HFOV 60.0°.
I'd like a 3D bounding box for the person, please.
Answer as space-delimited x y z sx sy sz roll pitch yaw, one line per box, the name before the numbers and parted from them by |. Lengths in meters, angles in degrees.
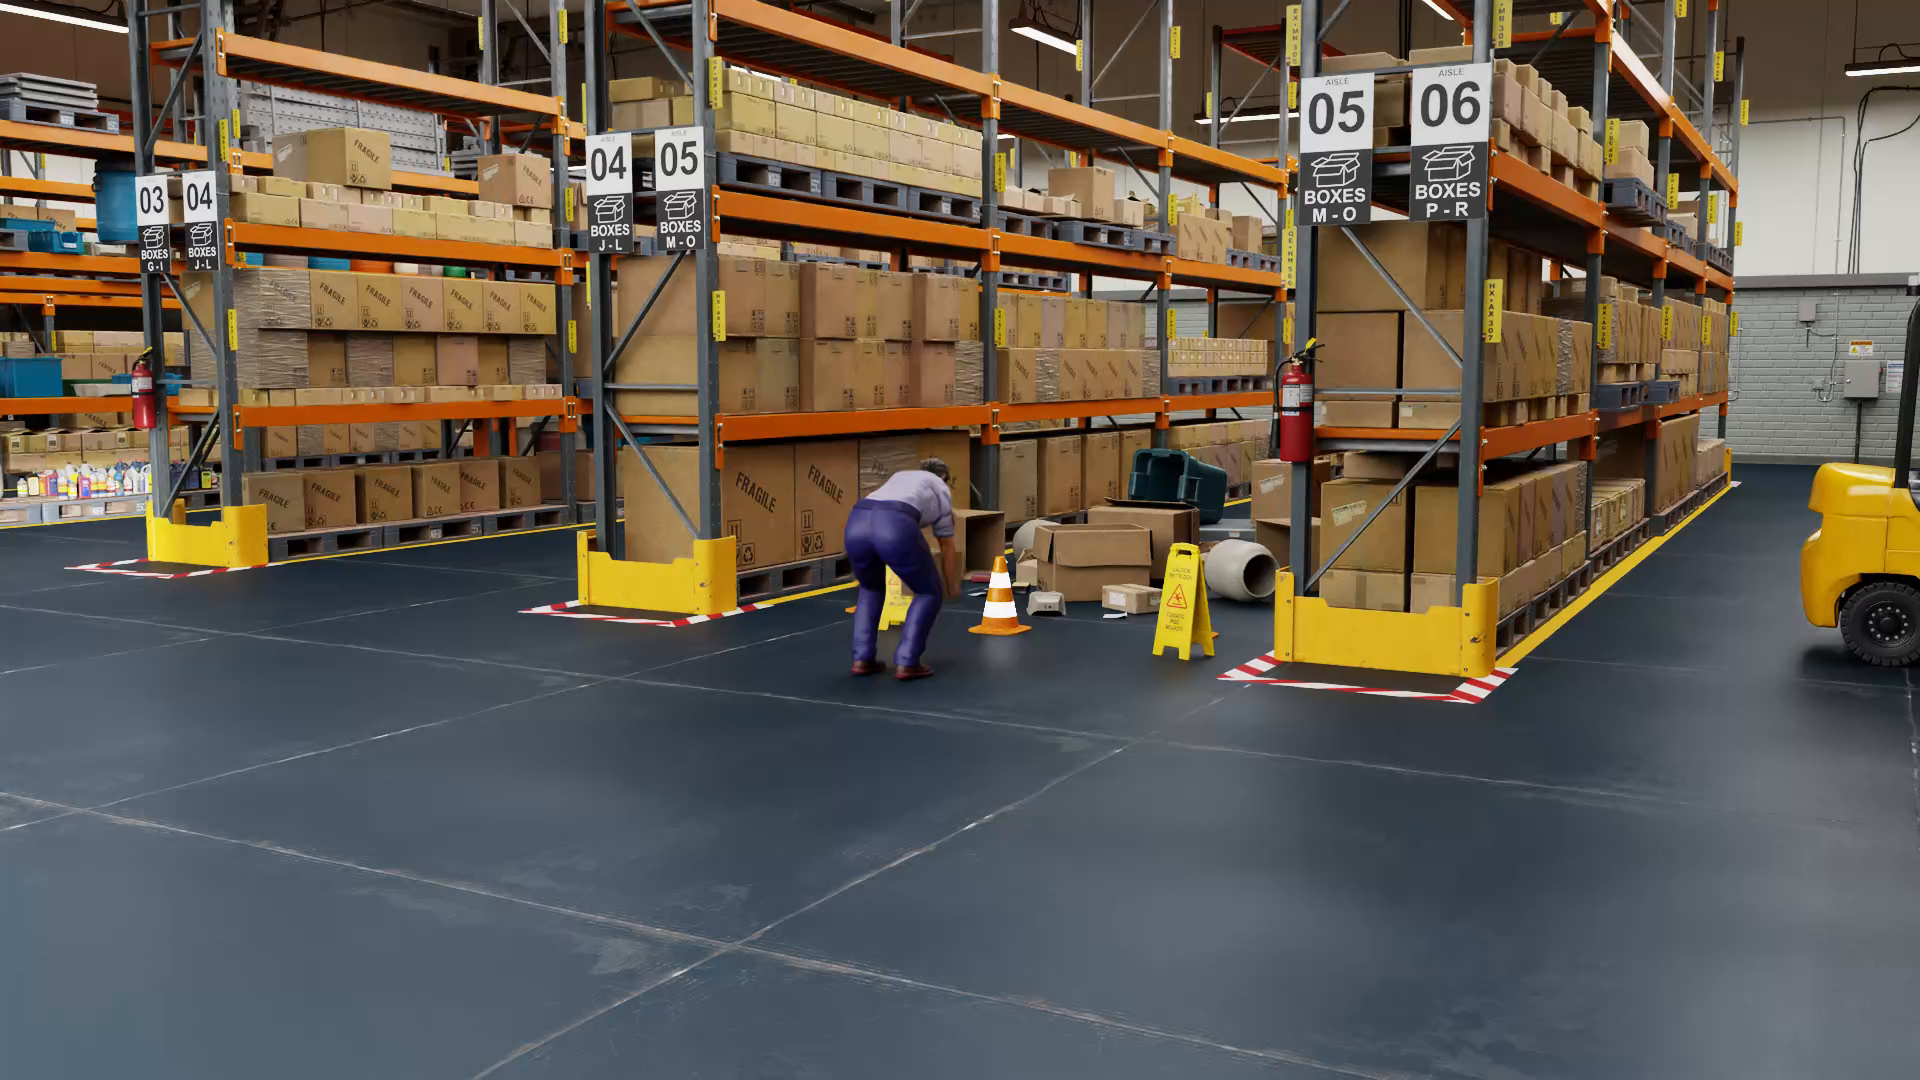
person | -0.289 0.140 9.024 0.493 1.146 0.874 3 7 26
